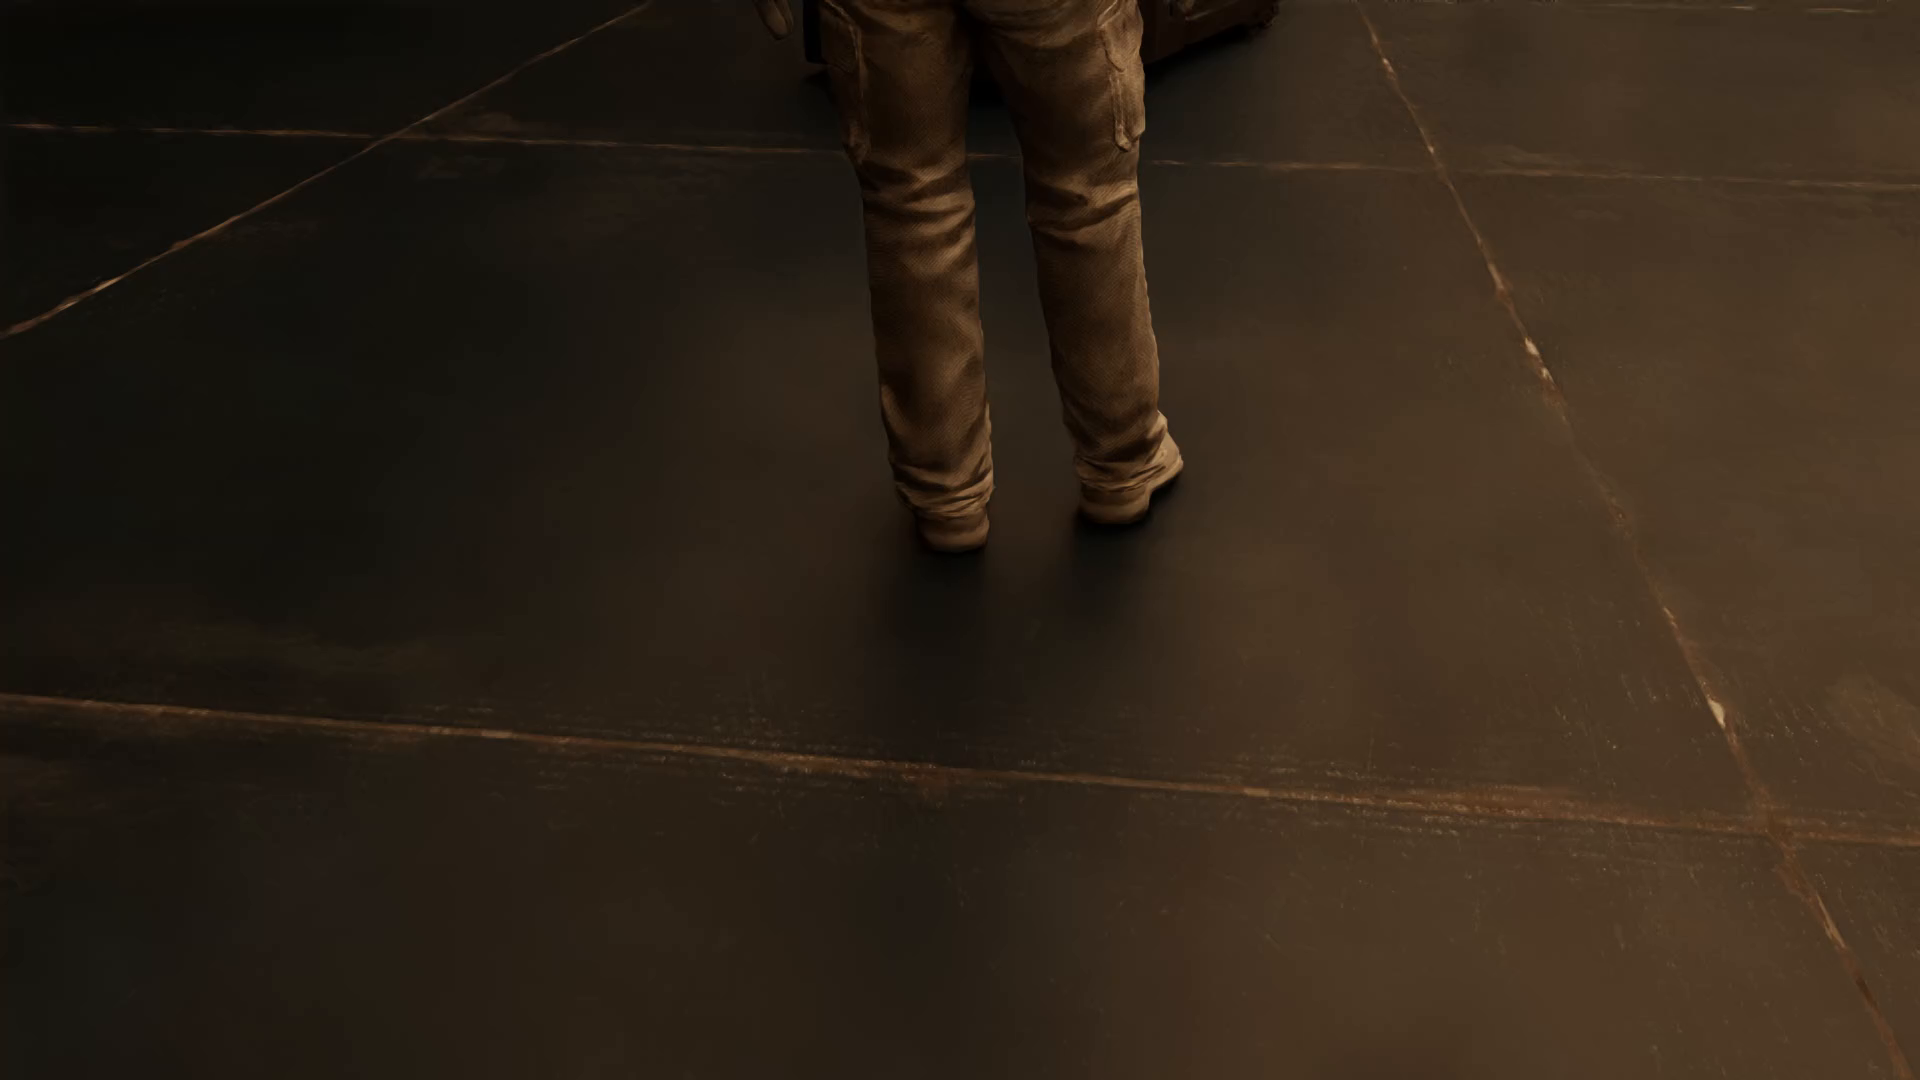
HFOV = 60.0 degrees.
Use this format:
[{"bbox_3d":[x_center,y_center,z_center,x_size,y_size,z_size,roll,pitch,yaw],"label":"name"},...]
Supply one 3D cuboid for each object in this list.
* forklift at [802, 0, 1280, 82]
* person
[{"bbox_3d":[0.608,-3.337,5.905,1.130,2.935,3.031,13,29,24],"label":"forklift"},{"bbox_3d":[0.017,-0.835,2.162,0.655,1.782,0.576,3,27,7],"label":"person"}]
